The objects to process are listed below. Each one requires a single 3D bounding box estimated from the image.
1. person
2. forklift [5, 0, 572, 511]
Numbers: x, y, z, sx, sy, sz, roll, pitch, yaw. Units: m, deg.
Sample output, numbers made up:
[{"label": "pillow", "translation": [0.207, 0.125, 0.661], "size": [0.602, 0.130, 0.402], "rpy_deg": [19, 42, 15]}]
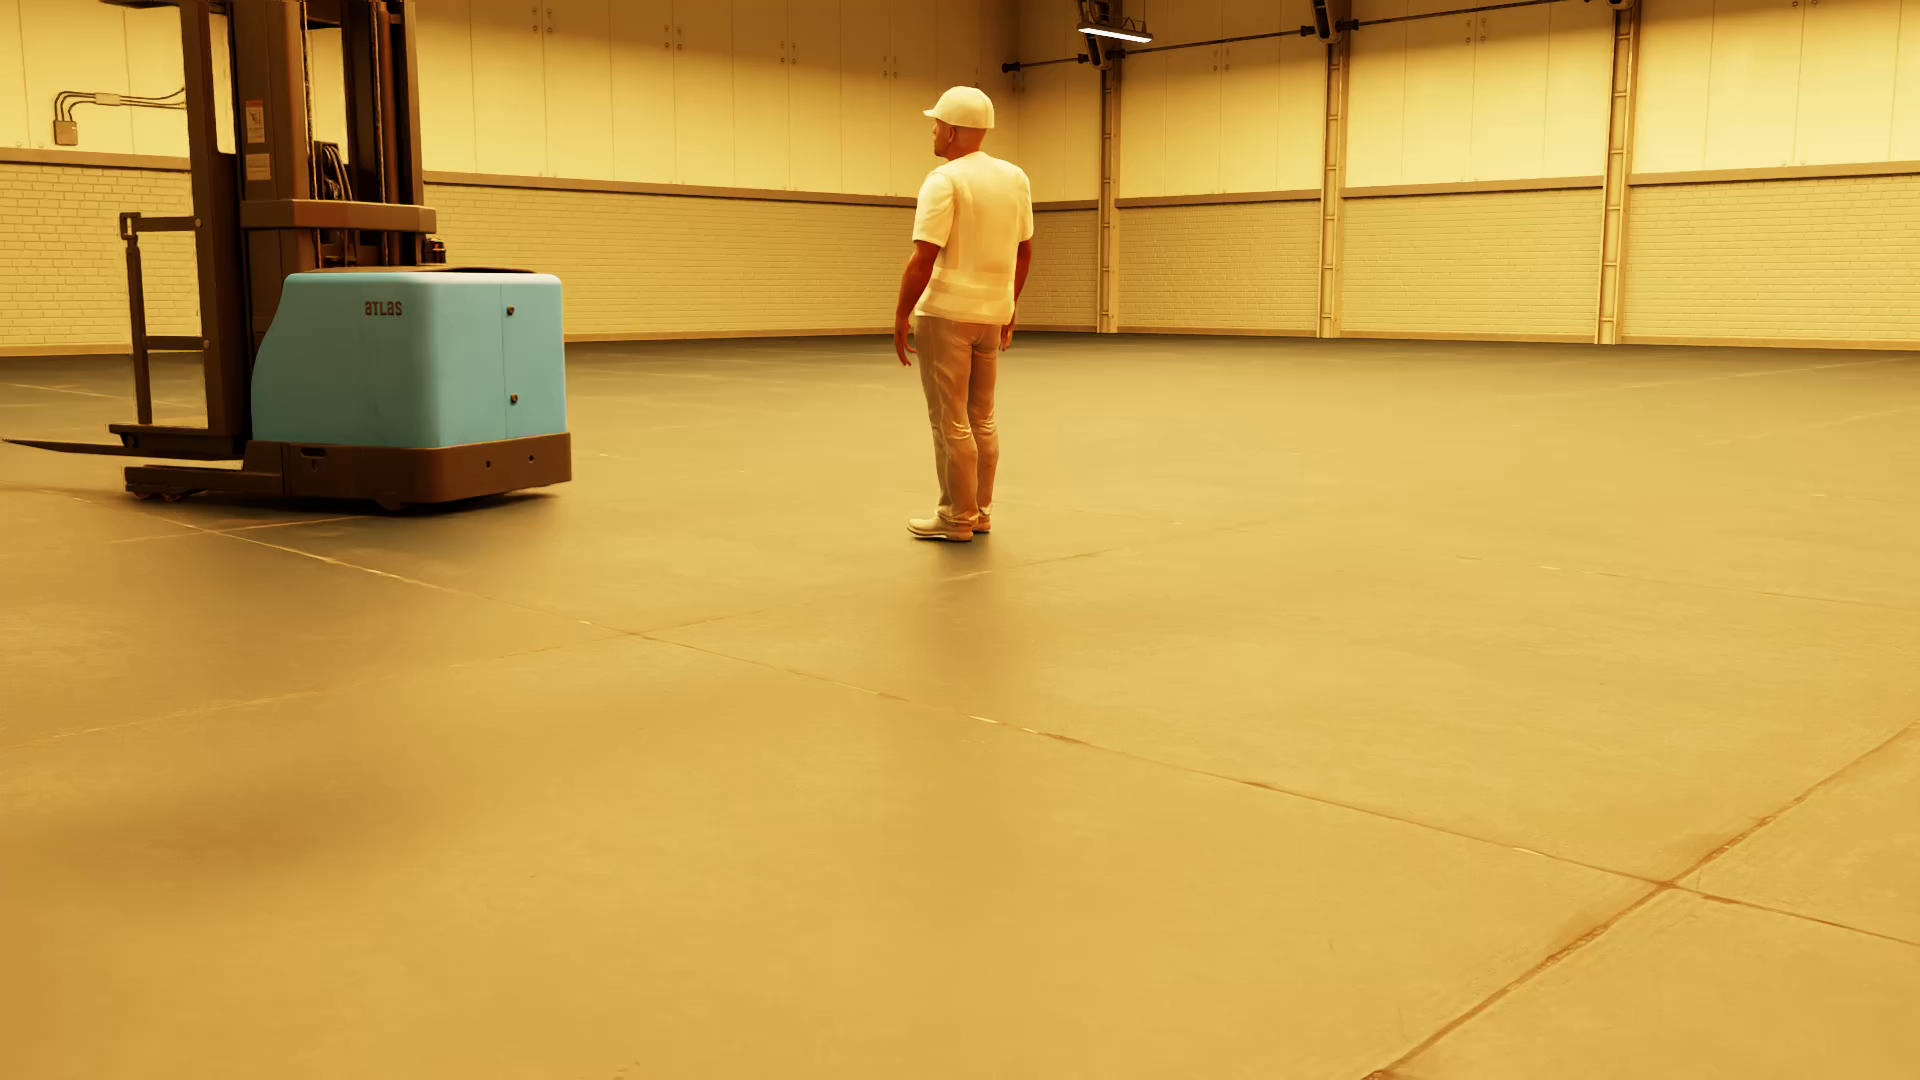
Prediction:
[{"label": "person", "translation": [-0.047, -0.888, 6.637], "size": [0.575, 1.768, 0.666], "rpy_deg": [8, 12, 43]}, {"label": "forklift", "translation": [-3.467, -1.700, 8.161], "size": [3.031, 2.935, 1.130], "rpy_deg": [4, 9, 24]}]
